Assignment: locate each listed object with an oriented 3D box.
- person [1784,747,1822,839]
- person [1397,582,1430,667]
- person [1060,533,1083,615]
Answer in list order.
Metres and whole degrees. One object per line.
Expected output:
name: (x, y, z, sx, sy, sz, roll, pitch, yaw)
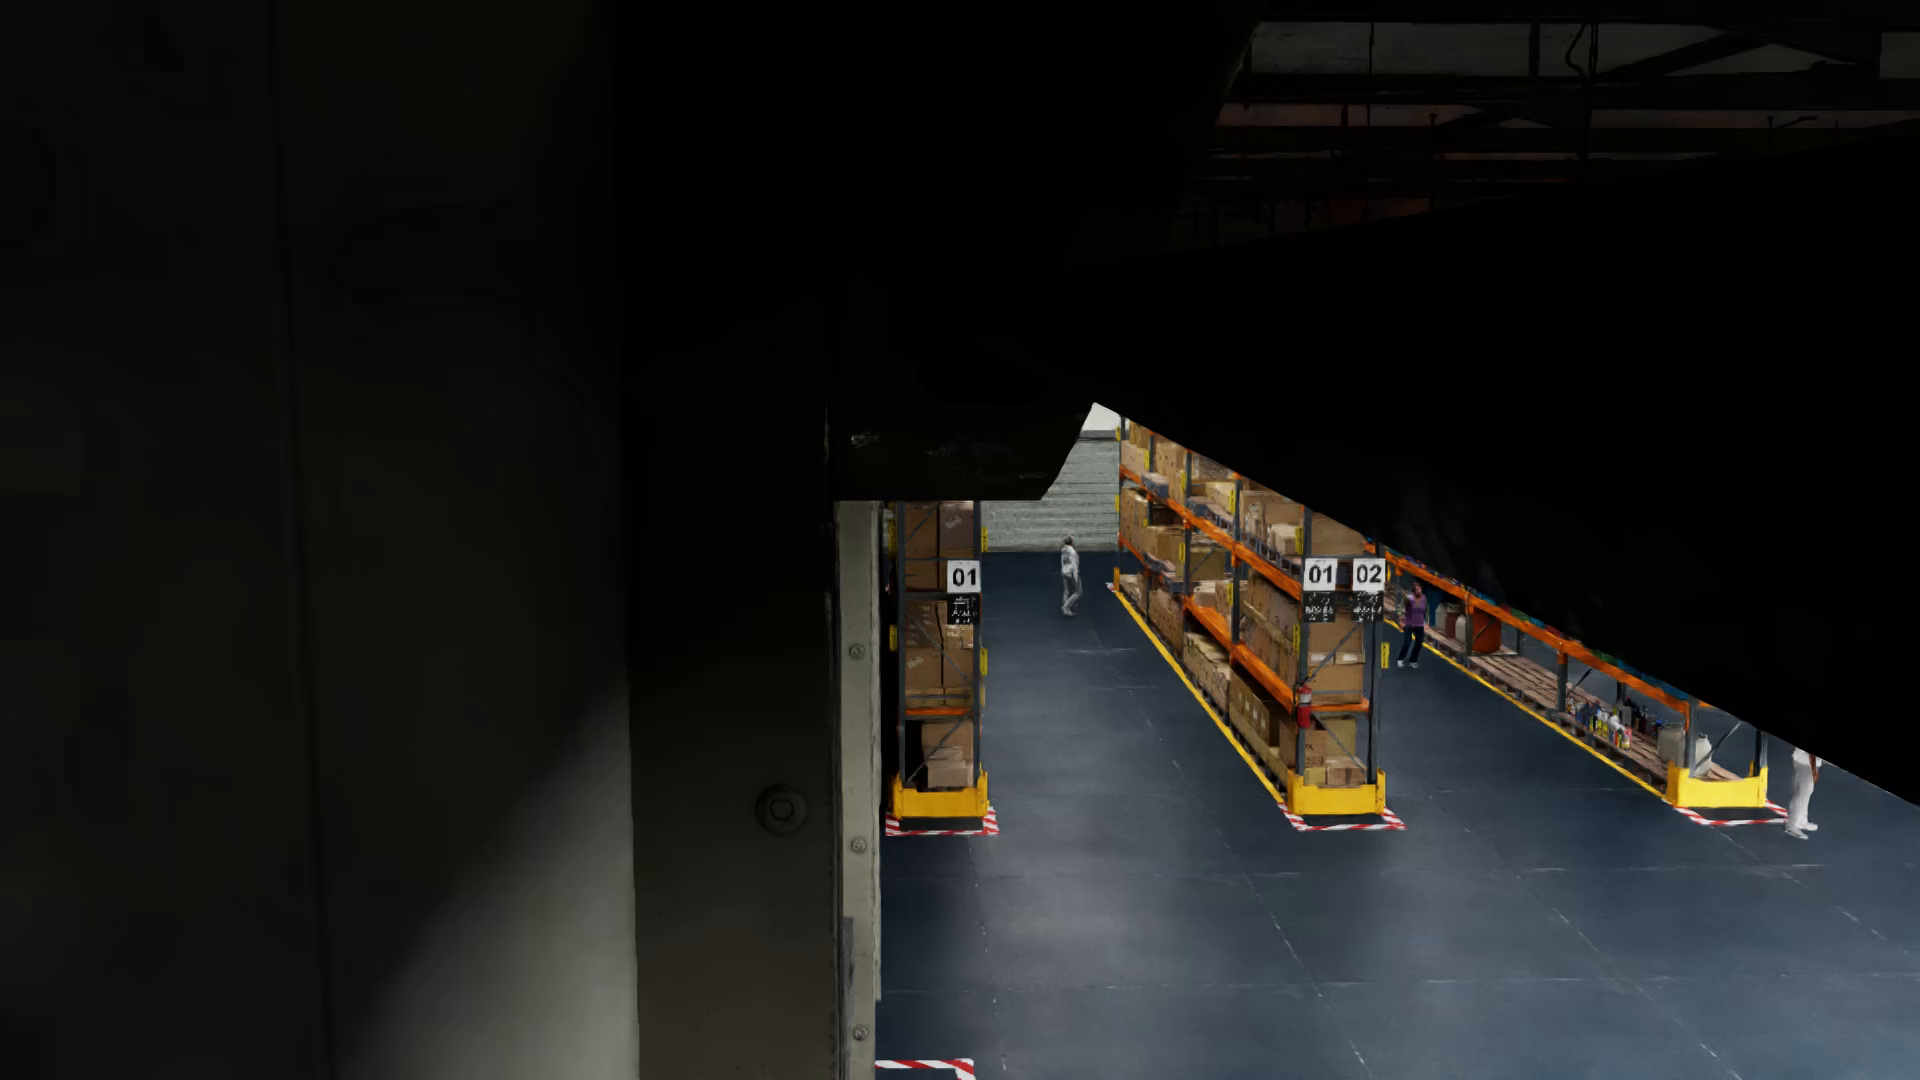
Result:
person: (10.047, 2.669, 19.728, 0.402, 1.678, 0.569, 3, 9, 19)
person: (7.812, 1.457, 28.690, 0.566, 1.541, 0.519, -1, 8, -4)
person: (2.193, 0.700, 33.420, 0.406, 1.675, 0.518, -5, 10, -30)
